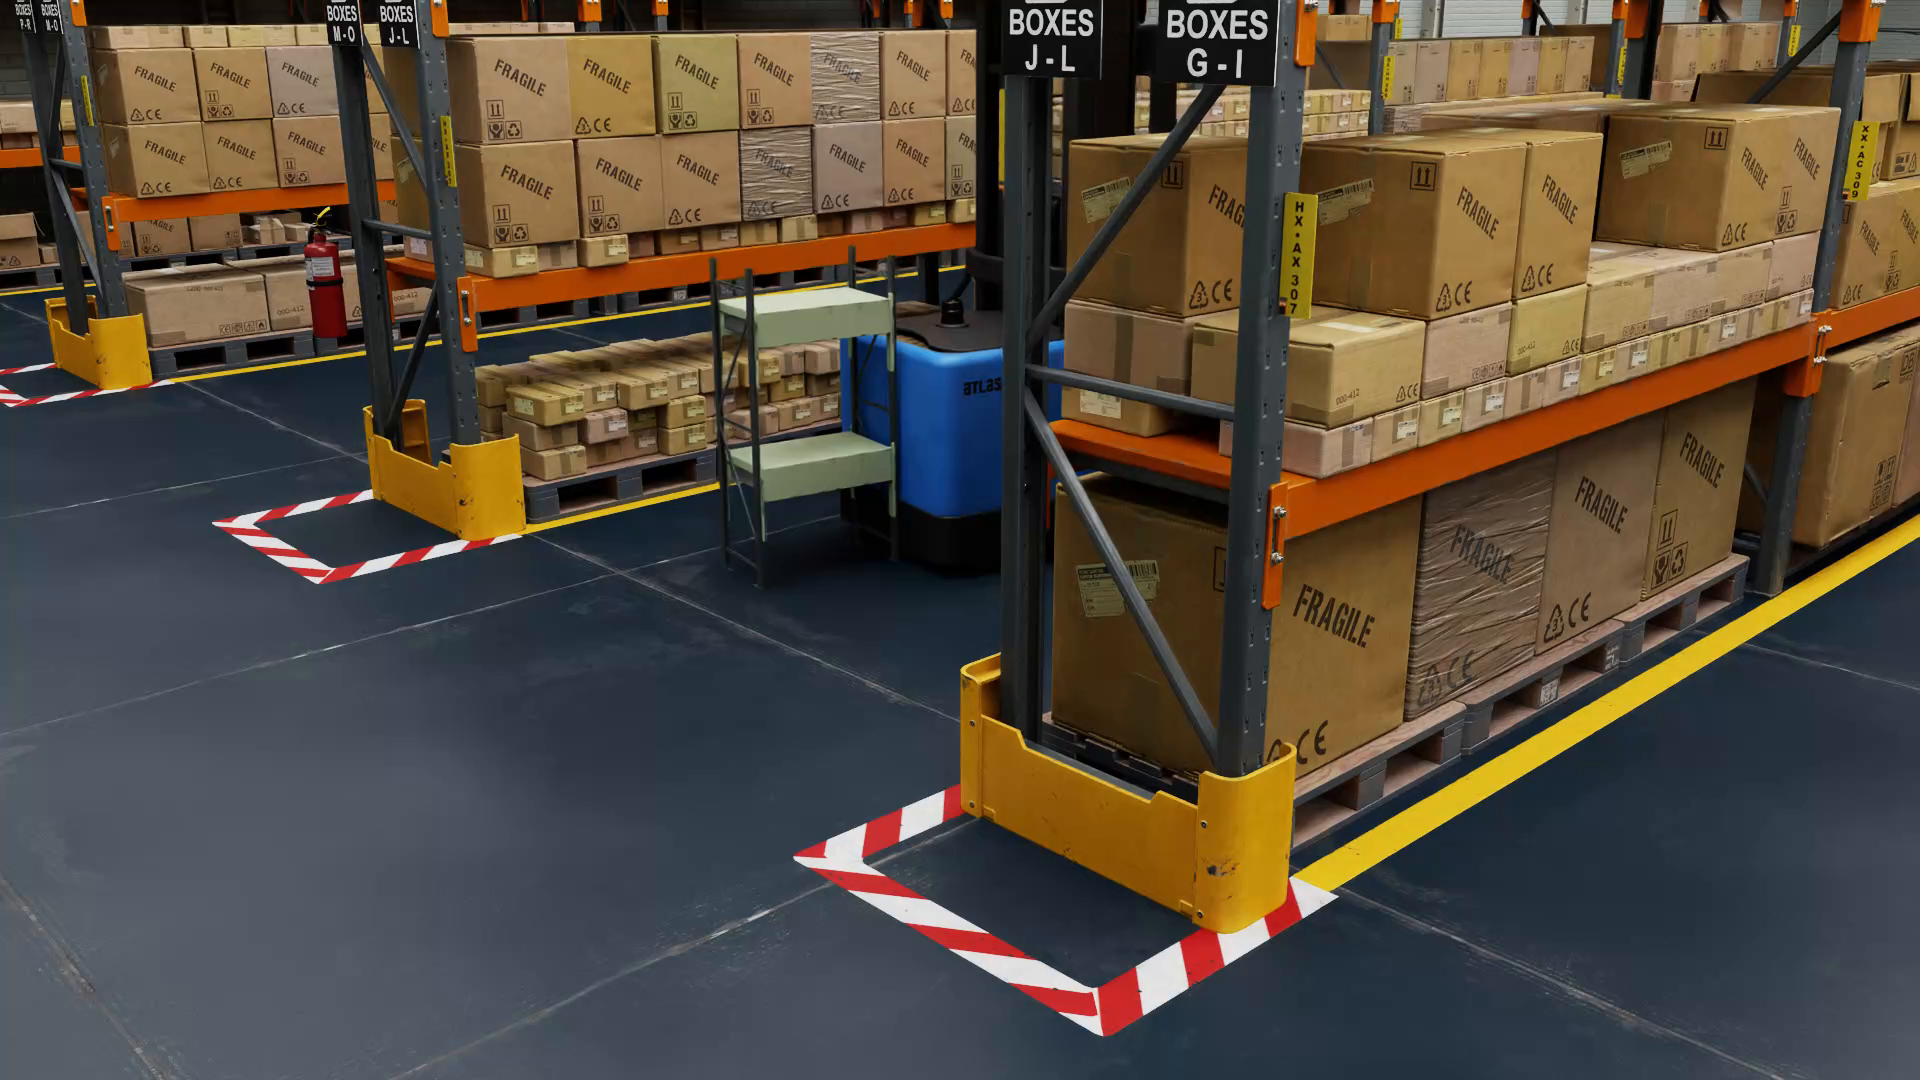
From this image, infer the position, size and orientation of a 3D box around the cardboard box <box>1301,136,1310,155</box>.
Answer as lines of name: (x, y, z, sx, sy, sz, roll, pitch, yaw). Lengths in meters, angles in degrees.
cardboard box: (2.403, -2.971, 12.512, 0.250, 0.149, 0.380, -17, 24, -42)

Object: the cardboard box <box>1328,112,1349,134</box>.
cardboard box: (2.759, -3.215, 12.783, 0.250, 0.149, 0.380, -15, 23, -39)

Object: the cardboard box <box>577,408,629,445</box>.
cardboard box: (-2.020, -0.646, 9.073, 0.250, 0.149, 0.380, -16, 24, -41)

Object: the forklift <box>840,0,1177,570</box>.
forklift: (0.892, -1.581, 8.609, 3.031, 2.935, 1.130, -12, 21, -32)

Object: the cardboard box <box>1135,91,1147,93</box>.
cardboard box: (1.879, -4.988, 18.731, 0.250, 0.149, 0.380, -17, 24, -42)

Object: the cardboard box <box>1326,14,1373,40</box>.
cardboard box: (5.115, -6.548, 21.551, 0.500, 0.500, 0.700, -17, 25, -42)

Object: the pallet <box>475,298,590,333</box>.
pallet: (-3.989, -2.028, 14.396, 1.213, 0.211, 1.003, -16, 24, -41)

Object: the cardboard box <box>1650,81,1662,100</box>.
cardboard box: (6.548, -4.379, 16.883, 0.550, 0.550, 0.875, -16, 24, -41)

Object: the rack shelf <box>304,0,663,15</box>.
rack shelf: (-5.343, -6.118, 18.793, 4.000, 0.370, 1.077, -16, 24, -41)

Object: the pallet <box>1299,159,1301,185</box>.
pallet: (2.553, -2.991, 13.158, 1.003, 0.211, 1.213, -16, 24, -41)

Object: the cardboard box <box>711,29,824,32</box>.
cardboard box: (-1.157, -2.820, 10.054, 0.500, 0.500, 0.500, -16, 24, -40)

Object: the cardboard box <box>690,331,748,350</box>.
cardboard box: (-1.454, -1.184, 10.251, 0.250, 0.149, 0.380, -16, 24, -41)

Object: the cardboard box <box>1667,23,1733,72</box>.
cardboard box: (7.678, -5.242, 17.796, 0.550, 0.550, 0.875, -16, 24, -41)

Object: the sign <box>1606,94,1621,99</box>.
sign: (3.046, -1.909, 7.762, 0.005, 0.325, 0.100, -16, 24, -41)

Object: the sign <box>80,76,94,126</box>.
sign: (-5.912, -2.974, 11.261, 0.005, 0.325, 0.100, -16, 24, -41)

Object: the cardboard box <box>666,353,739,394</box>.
cardboard box: (-1.481, -0.961, 9.564, 0.250, 0.149, 0.380, -15, 23, -39)

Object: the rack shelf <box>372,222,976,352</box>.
rack shelf: (-1.362, -1.644, 9.857, 4.000, 0.370, 1.077, -16, 24, -41)

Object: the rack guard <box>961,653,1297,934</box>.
rack guard: (0.502, 0.765, 5.315, 0.348, 0.500, 1.175, -16, 24, -41)

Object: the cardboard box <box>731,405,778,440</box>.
cardboard box: (-1.283, -0.711, 9.757, 0.380, 0.149, 0.250, 16, 24, 41)

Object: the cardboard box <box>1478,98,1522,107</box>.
cardboard box: (4.607, -3.660, 14.747, 0.500, 0.500, 0.500, -17, 24, -41)

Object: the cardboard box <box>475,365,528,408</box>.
cardboard box: (-2.604, -0.858, 9.244, 0.250, 0.149, 0.380, -16, 24, -40)

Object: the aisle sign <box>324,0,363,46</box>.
aisle sign: (-3.074, -2.851, 8.198, 0.004, 0.787, 0.394, -16, 24, -41)

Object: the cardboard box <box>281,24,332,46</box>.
cardboard box: (-4.888, -3.767, 12.403, 0.250, 0.149, 0.380, -16, 24, -40)

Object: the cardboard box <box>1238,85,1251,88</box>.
cardboard box: (3.290, -5.524, 20.015, 0.500, 0.500, 0.500, -16, 24, -41)

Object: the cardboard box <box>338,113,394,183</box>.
cardboard box: (-4.660, -3.062, 12.903, 0.500, 0.500, 0.500, -15, 23, -39)

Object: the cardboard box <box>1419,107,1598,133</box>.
cardboard box: (2.164, -1.446, 6.625, 0.500, 0.500, 0.500, 17, 25, 42)

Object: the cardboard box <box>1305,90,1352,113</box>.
cardboard box: (2.773, -3.361, 12.750, 0.250, 0.149, 0.380, -17, 24, -41)

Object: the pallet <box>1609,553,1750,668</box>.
pallet: (2.819, 0.193, 7.546, 1.213, 0.211, 1.003, -16, 24, -41)

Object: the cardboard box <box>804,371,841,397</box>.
cardboard box: (-0.920, -0.994, 10.147, 0.380, 0.149, 0.250, 17, 24, 41)

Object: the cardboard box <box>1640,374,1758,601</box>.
cardboard box: (2.891, -0.344, 7.446, 0.875, 0.875, 0.875, -16, 24, -41)

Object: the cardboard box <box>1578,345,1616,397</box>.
cardboard box: (2.121, -0.637, 5.994, 0.250, 0.149, 0.380, -17, 25, -42)

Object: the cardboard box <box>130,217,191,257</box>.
cardboard box: (-8.092, -3.143, 16.686, 0.500, 0.500, 0.500, -16, 24, -40)

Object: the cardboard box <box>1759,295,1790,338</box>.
cardboard box: (3.242, -0.965, 7.003, 0.250, 0.149, 0.380, -16, 24, -40)

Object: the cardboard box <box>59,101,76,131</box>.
cardboard box: (-8.455, -4.083, 15.974, 0.500, 0.250, 0.500, -17, 24, -42)

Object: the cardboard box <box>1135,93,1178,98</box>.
cardboard box: (1.391, -3.235, 12.361, 0.250, 0.149, 0.380, -17, 24, -42)

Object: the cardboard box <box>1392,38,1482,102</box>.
cardboard box: (4.069, -4.090, 14.453, 0.500, 0.500, 0.700, -17, 24, -42)

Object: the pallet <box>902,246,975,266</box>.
pallet: (0.092, -3.184, 17.963, 1.213, 0.211, 1.003, -16, 24, -41)

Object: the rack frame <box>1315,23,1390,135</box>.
rack frame: (2.998, -3.257, 13.668, 0.127, 3.000, 1.000, -16, 24, -41)

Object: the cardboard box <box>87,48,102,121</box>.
cardboard box: (-6.103, -3.329, 12.105, 0.500, 0.500, 0.500, -15, 23, -39)

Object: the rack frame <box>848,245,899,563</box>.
rack frame: (-0.419, -0.652, 8.065, 0.023, 1.500, 0.400, -12, 21, -32)

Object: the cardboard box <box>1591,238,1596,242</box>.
cardboard box: (2.540, -1.202, 7.089, 0.500, 0.250, 0.500, -16, 24, -41)

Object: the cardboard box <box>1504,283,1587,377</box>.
cardboard box: (1.794, -0.758, 5.720, 0.500, 0.250, 0.500, 17, 25, 42)

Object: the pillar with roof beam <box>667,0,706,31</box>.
pillar with roof beam: (-0.604, -7.824, 18.026, 0.400, 9.000, 9.100, -16, 24, -41)

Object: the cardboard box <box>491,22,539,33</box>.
cardboard box: (-3.654, -4.161, 13.621, 0.250, 0.149, 0.380, -16, 24, -40)

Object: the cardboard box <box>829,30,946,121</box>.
cardboard box: (-0.436, -2.803, 10.002, 0.500, 0.500, 0.500, 17, 25, 42)

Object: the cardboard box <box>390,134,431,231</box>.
cardboard box: (-2.665, -1.904, 8.850, 0.500, 0.500, 0.500, -16, 24, -40)

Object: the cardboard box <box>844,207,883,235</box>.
cardboard box: (-0.684, -1.942, 10.017, 0.380, 0.149, 0.250, 17, 24, 41)

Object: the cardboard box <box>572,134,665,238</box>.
cardboard box: (-1.928, -1.904, 8.848, 0.500, 0.500, 0.500, -16, 24, -41)

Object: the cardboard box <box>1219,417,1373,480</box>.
cardboard box: (1.004, -0.311, 4.988, 0.250, 0.149, 0.380, -16, 24, -40)

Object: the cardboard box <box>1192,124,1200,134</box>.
cardboard box: (1.451, -2.835, 11.609, 0.250, 0.149, 0.380, -15, 23, -39)

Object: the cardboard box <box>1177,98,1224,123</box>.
cardboard box: (1.633, -3.028, 11.721, 0.250, 0.149, 0.380, -15, 23, -39)

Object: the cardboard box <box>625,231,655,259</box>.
cardboard box: (-1.871, -1.632, 9.061, 0.250, 0.149, 0.380, -15, 23, -38)

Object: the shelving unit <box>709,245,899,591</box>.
shelving unit: (-0.724, -0.590, 7.873, 0.755, 1.500, 0.431, -12, 21, -32)

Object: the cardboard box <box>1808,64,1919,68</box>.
cardboard box: (4.832, -2.217, 8.670, 0.637, 0.503, 0.797, -15, 23, -39)

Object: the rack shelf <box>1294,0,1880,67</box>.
rack shelf: (1.973, -1.938, 5.900, 4.000, 0.370, 1.077, -16, 24, -41)

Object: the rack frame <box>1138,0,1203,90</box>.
rack frame: (2.430, -5.193, 19.637, 0.127, 3.000, 1.000, -16, 24, -41)

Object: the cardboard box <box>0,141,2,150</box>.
cardboard box: (-9.122, -3.715, 15.485, 0.250, 0.149, 0.380, -15, 24, -39)
